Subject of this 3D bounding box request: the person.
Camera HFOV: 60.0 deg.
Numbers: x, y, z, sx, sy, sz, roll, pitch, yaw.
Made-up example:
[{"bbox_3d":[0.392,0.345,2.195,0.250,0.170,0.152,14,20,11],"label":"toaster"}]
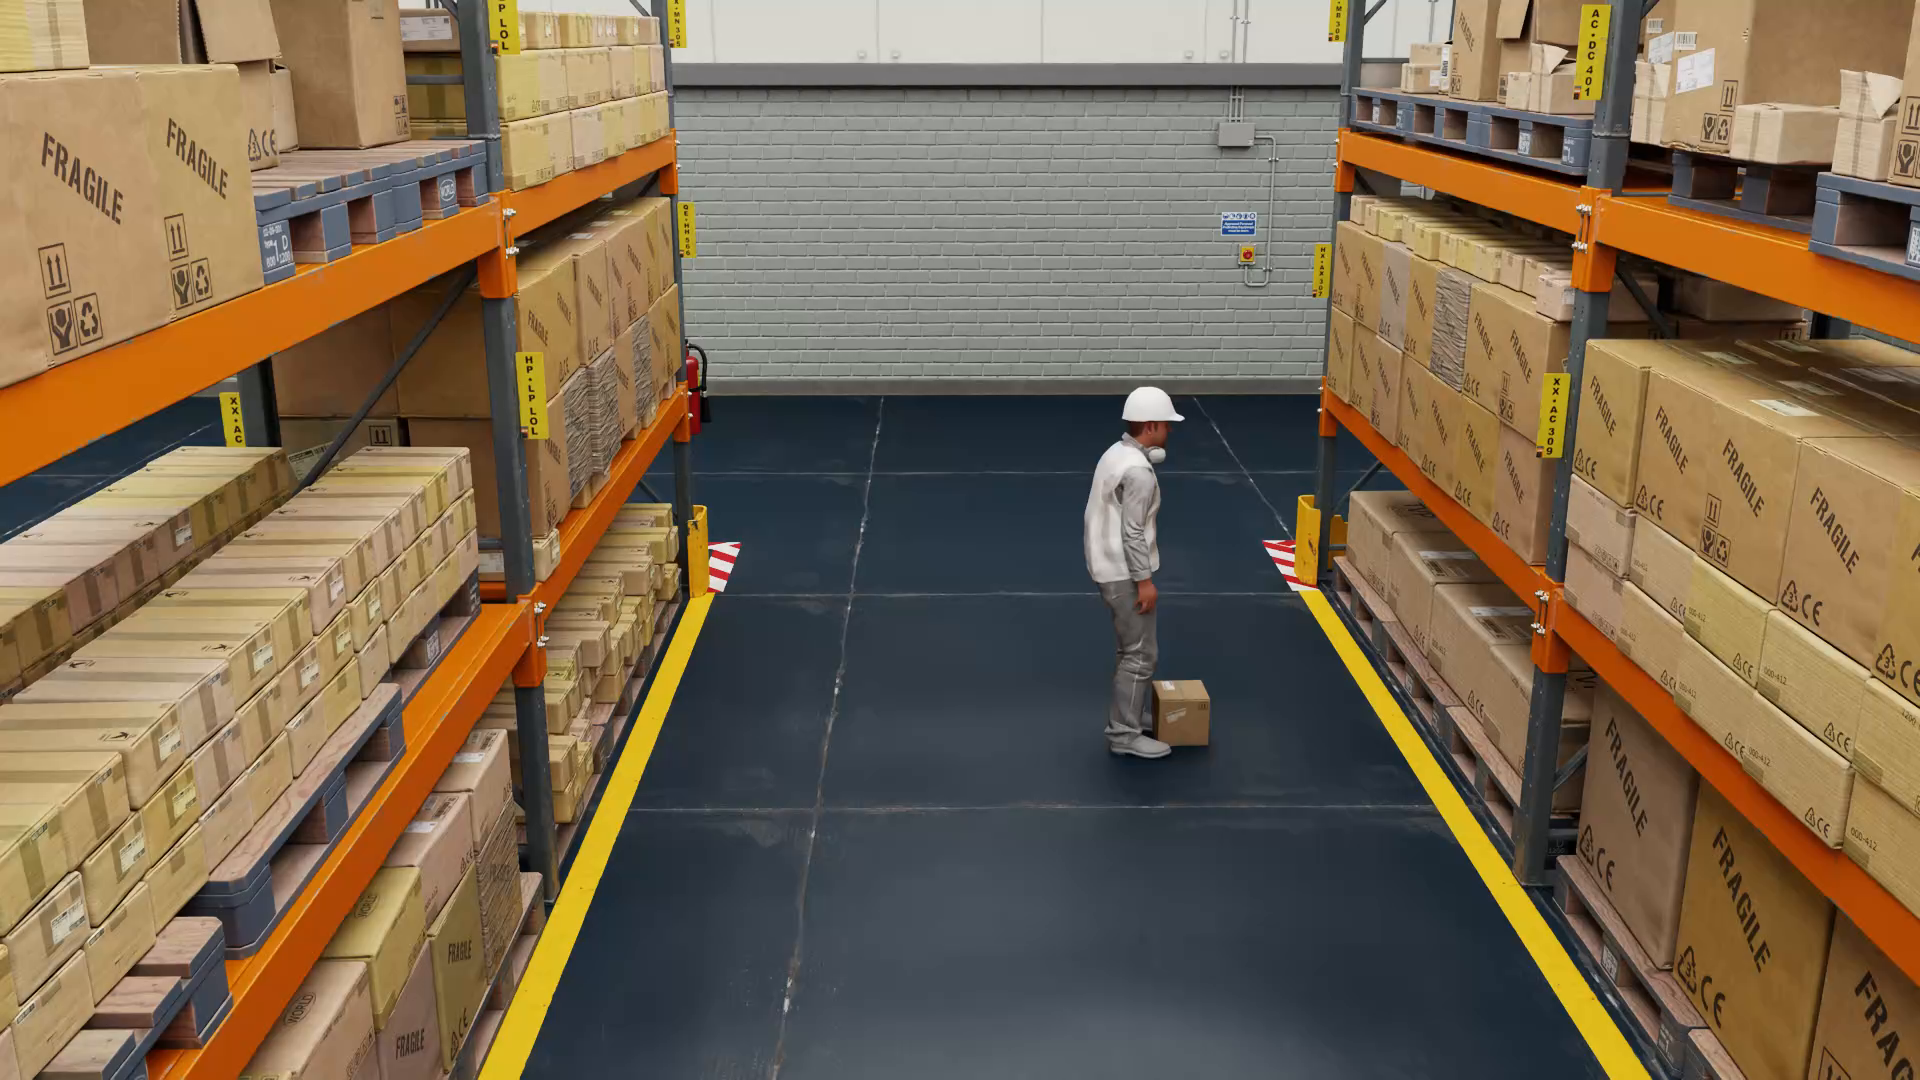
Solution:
[{"bbox_3d":[0.836,0.137,8.052,0.476,1.769,0.581,-1,17,-4],"label":"person"}]
